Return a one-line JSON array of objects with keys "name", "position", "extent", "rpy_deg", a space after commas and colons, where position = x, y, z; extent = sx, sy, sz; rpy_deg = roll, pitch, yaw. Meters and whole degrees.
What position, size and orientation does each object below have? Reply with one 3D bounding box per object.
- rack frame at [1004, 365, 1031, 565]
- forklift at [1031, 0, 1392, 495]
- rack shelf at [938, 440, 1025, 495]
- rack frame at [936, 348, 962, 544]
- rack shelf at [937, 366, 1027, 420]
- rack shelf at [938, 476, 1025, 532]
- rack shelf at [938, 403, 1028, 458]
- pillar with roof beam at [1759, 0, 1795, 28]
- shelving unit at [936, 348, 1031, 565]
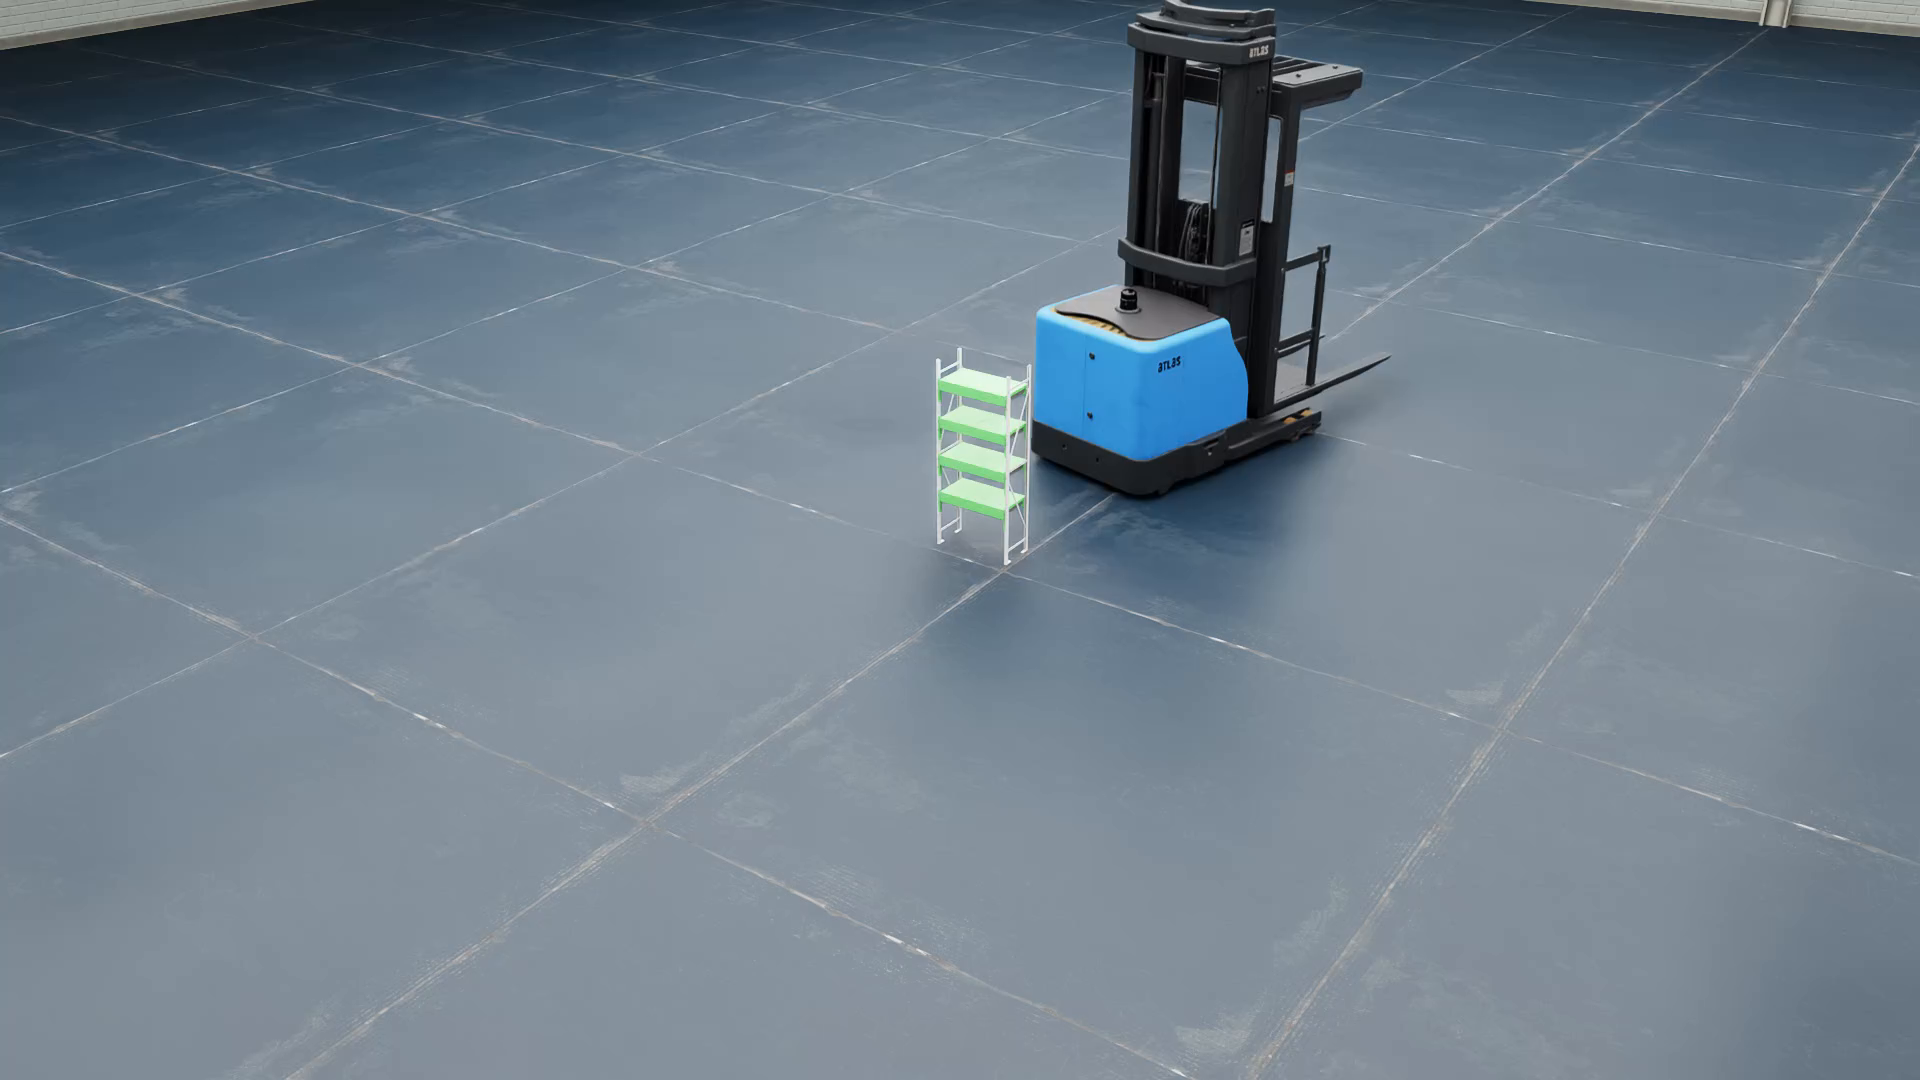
[{"name": "rack frame", "position": [0.338, -0.430, 9.771], "extent": [0.015, 1.200, 0.240], "rpy_deg": [17, 32, 30]}, {"name": "forklift", "position": [1.909, -2.149, 11.241], "extent": [3.031, 2.935, 1.130], "rpy_deg": [-23, 35, -37]}, {"name": "rack shelf", "position": [0.136, -0.435, 9.923], "extent": [0.480, 0.148, 0.258], "rpy_deg": [17, 32, 30]}, {"name": "rack frame", "position": [-0.065, -0.555, 10.017], "extent": [0.015, 1.200, 0.240], "rpy_deg": [17, 32, 30]}, {"name": "rack shelf", "position": [0.136, -0.863, 9.706], "extent": [0.480, 0.148, 0.258], "rpy_deg": [17, 32, 30]}, {"name": "rack shelf", "position": [0.136, -0.221, 10.032], "extent": [0.480, 0.148, 0.258], "rpy_deg": [17, 32, 30]}, {"name": "rack shelf", "position": [0.136, -0.649, 9.814], "extent": [0.480, 0.148, 0.258], "rpy_deg": [17, 32, 30]}, {"name": "pillar with roof beam", "position": [10.382, -10.508, 20.977], "extent": [0.400, 9.000, 9.100], "rpy_deg": [17, 32, 30]}, {"name": "shelving unit", "position": [0.136, -0.492, 9.894], "extent": [0.503, 1.200, 0.258], "rpy_deg": [17, 32, 30]}]
